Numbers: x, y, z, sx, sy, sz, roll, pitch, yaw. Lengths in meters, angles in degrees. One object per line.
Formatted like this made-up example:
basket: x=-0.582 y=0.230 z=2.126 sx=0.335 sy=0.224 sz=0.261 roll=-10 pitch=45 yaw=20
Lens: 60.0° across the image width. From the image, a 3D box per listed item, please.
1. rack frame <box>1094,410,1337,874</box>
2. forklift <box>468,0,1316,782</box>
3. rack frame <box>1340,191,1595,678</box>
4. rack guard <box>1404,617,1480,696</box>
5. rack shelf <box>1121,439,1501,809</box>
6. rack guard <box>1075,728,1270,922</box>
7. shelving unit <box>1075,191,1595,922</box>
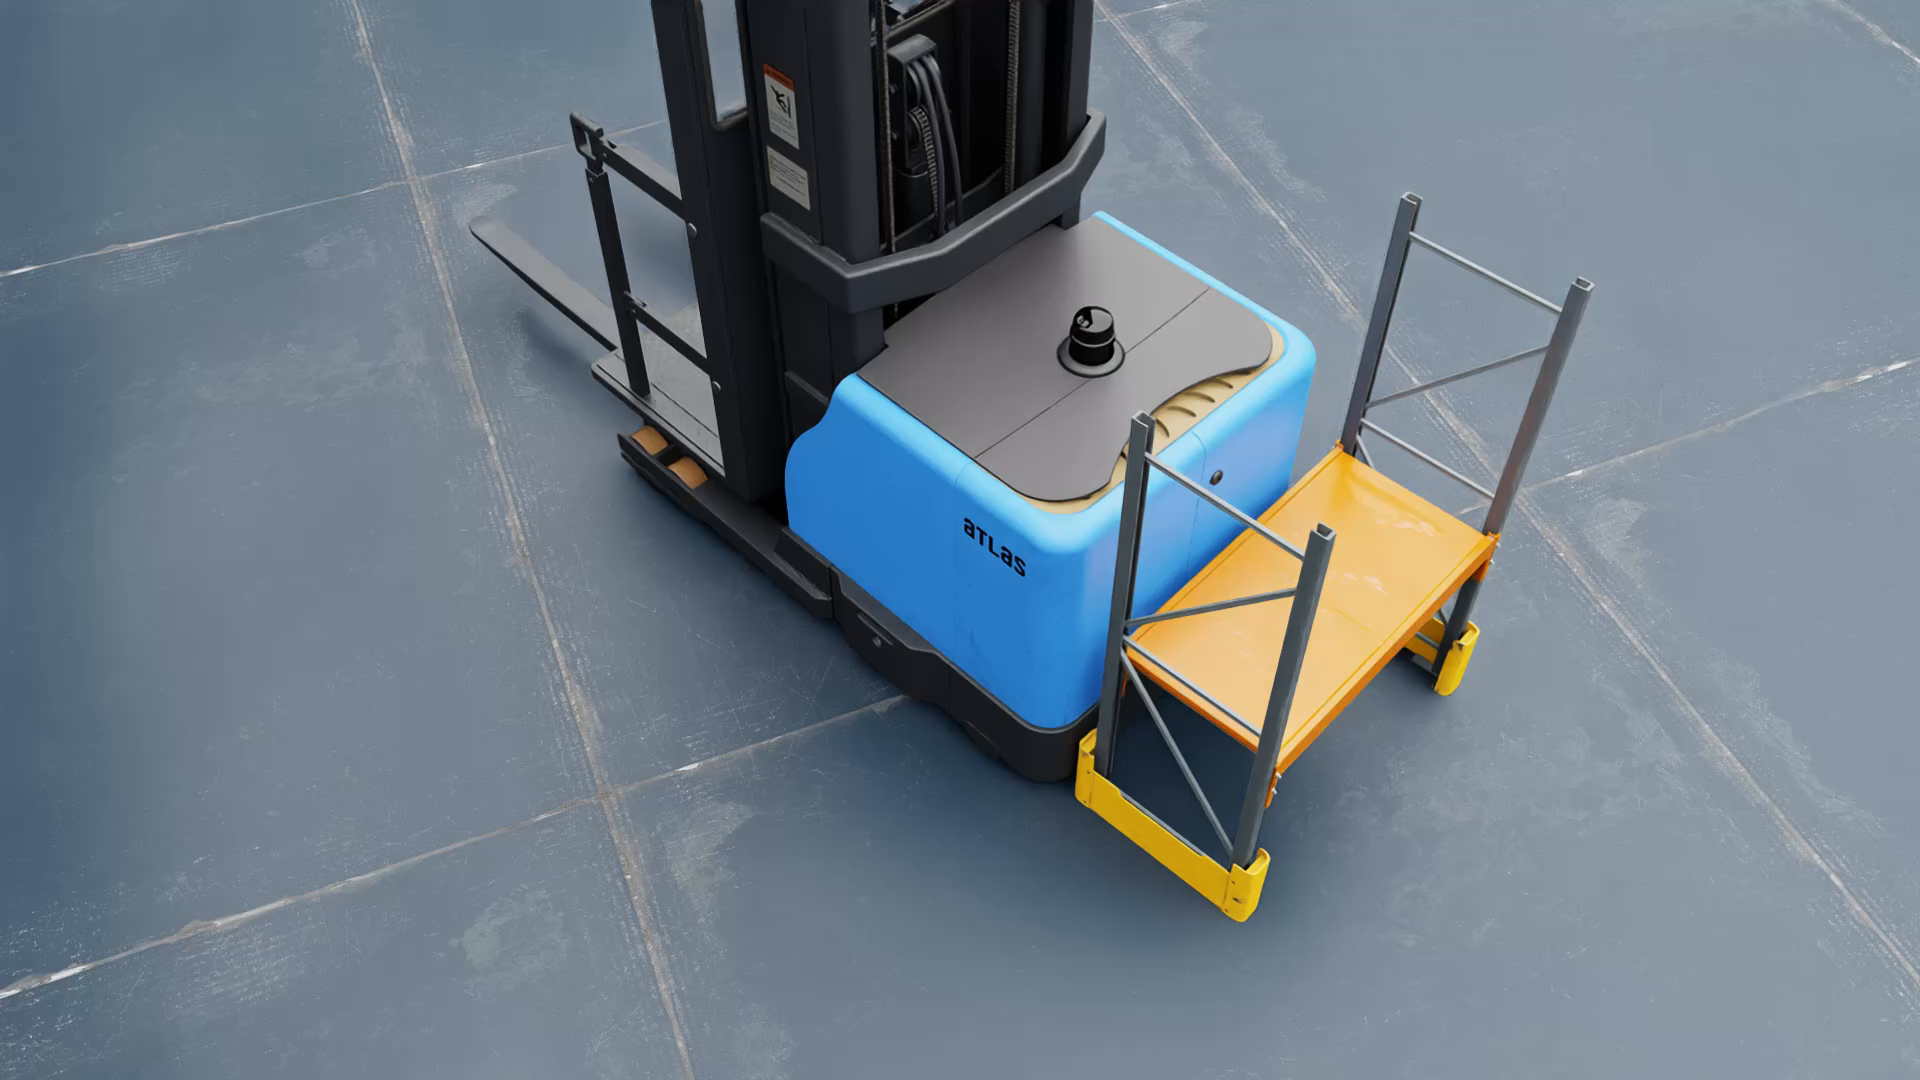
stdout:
rack frame: x=0.553 y=0.352 z=3.959 sx=0.500 sy=1.500 sz=0.032 roll=35 pitch=58 yaw=26
forklift: x=-0.455 y=-1.304 z=4.438 sx=1.130 sy=2.935 sz=3.031 roll=-37 pitch=59 yaw=-27
rack frame: x=1.248 y=-0.212 z=4.443 sx=0.500 sy=1.500 sz=0.032 roll=35 pitch=58 yaw=26
rack guard: x=1.235 y=0.206 z=4.908 sx=0.587 sy=0.250 sz=0.087 roll=35 pitch=58 yaw=26
rack shelf: x=0.900 y=0.187 z=4.338 sx=0.538 sy=0.185 sz=1.000 roll=35 pitch=58 yaw=26
rack guard: x=0.554 y=0.758 z=4.434 sx=0.587 sy=0.250 sz=0.087 roll=35 pitch=58 yaw=26
shelving unit: x=0.894 y=0.075 z=4.197 sx=0.587 sy=1.500 sz=1.083 roll=35 pitch=58 yaw=26
